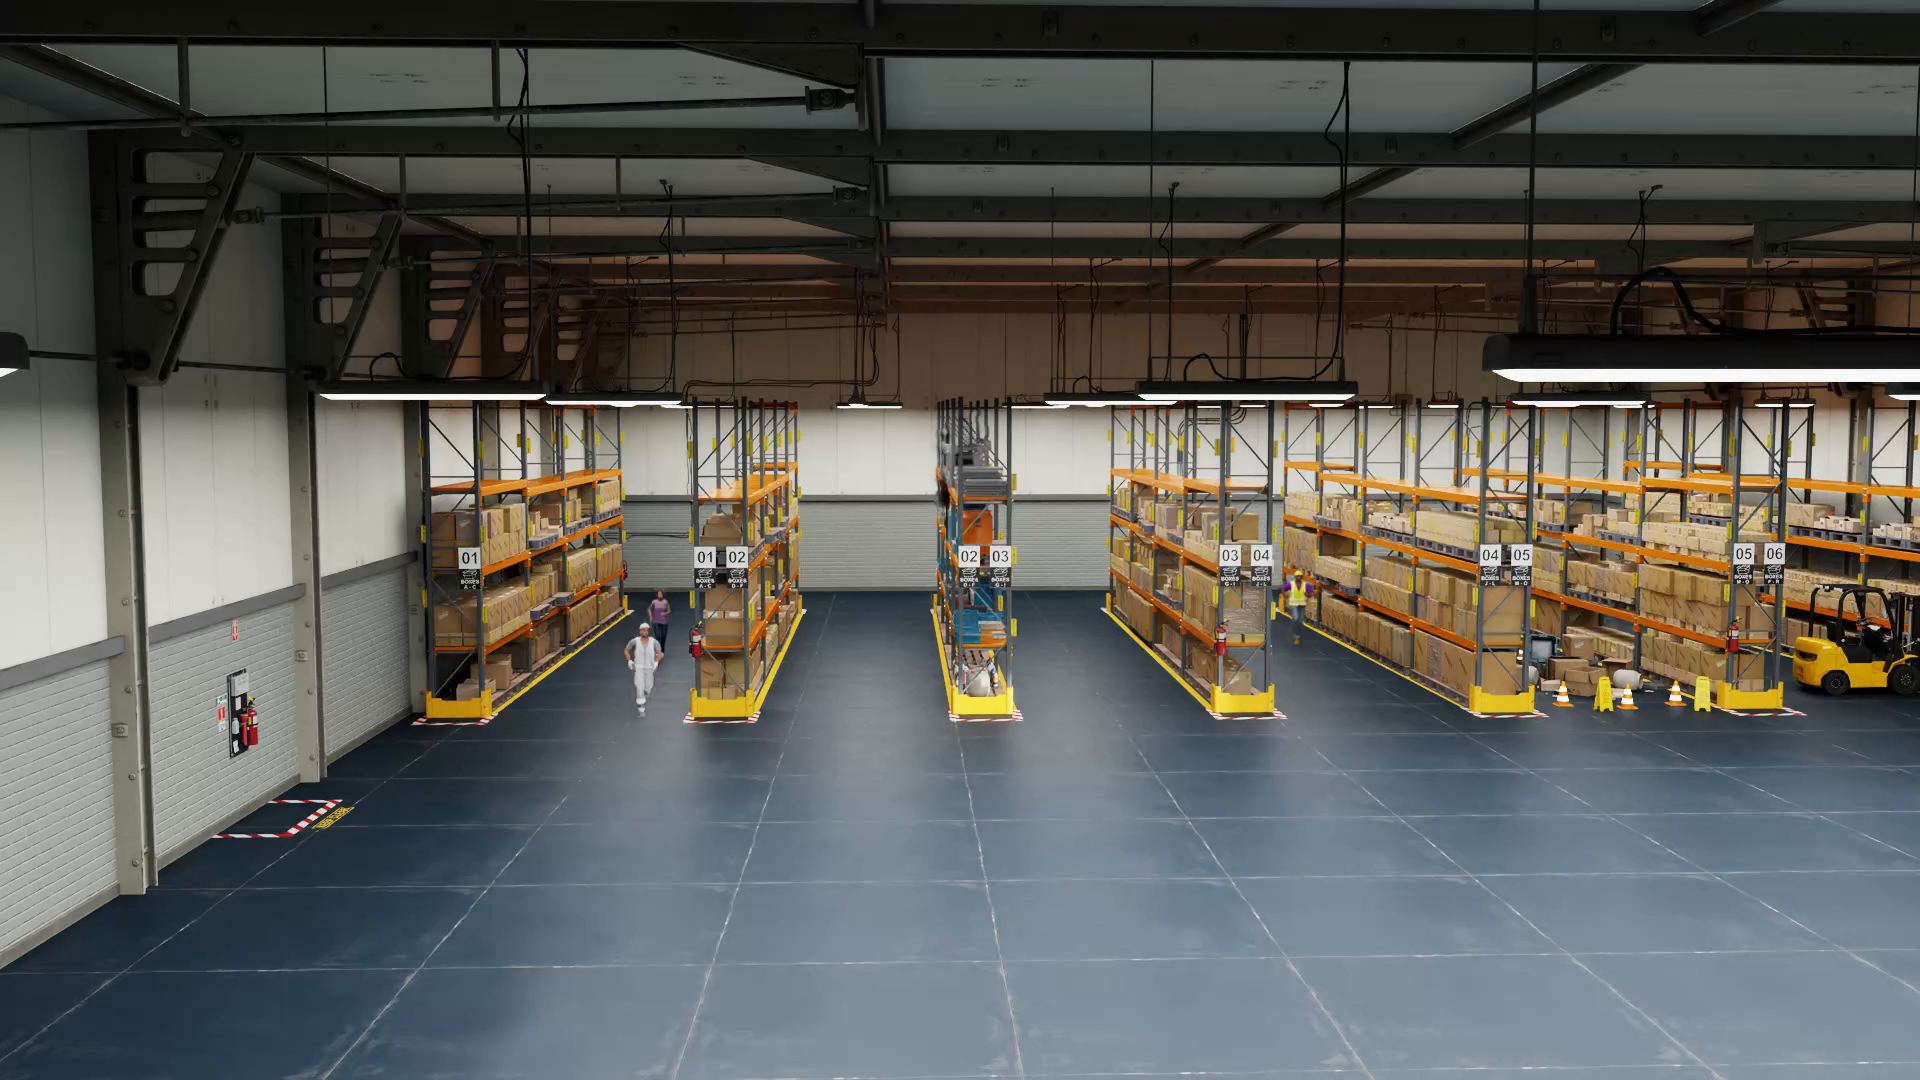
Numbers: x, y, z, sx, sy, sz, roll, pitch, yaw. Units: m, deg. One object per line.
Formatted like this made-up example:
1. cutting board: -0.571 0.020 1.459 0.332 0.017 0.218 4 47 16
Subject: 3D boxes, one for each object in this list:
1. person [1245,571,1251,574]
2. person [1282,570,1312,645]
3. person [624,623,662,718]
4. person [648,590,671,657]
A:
1. person: 8.352 1.173 48.651 0.505 1.584 0.706 -2 5 -19
2. person: 8.361 1.652 41.139 0.685 1.806 0.868 0 4 -3
3. person: -5.979 2.439 31.423 0.703 1.767 0.810 -2 5 -20
4. person: -6.954 1.946 38.522 0.505 1.589 0.667 -1 5 -16
